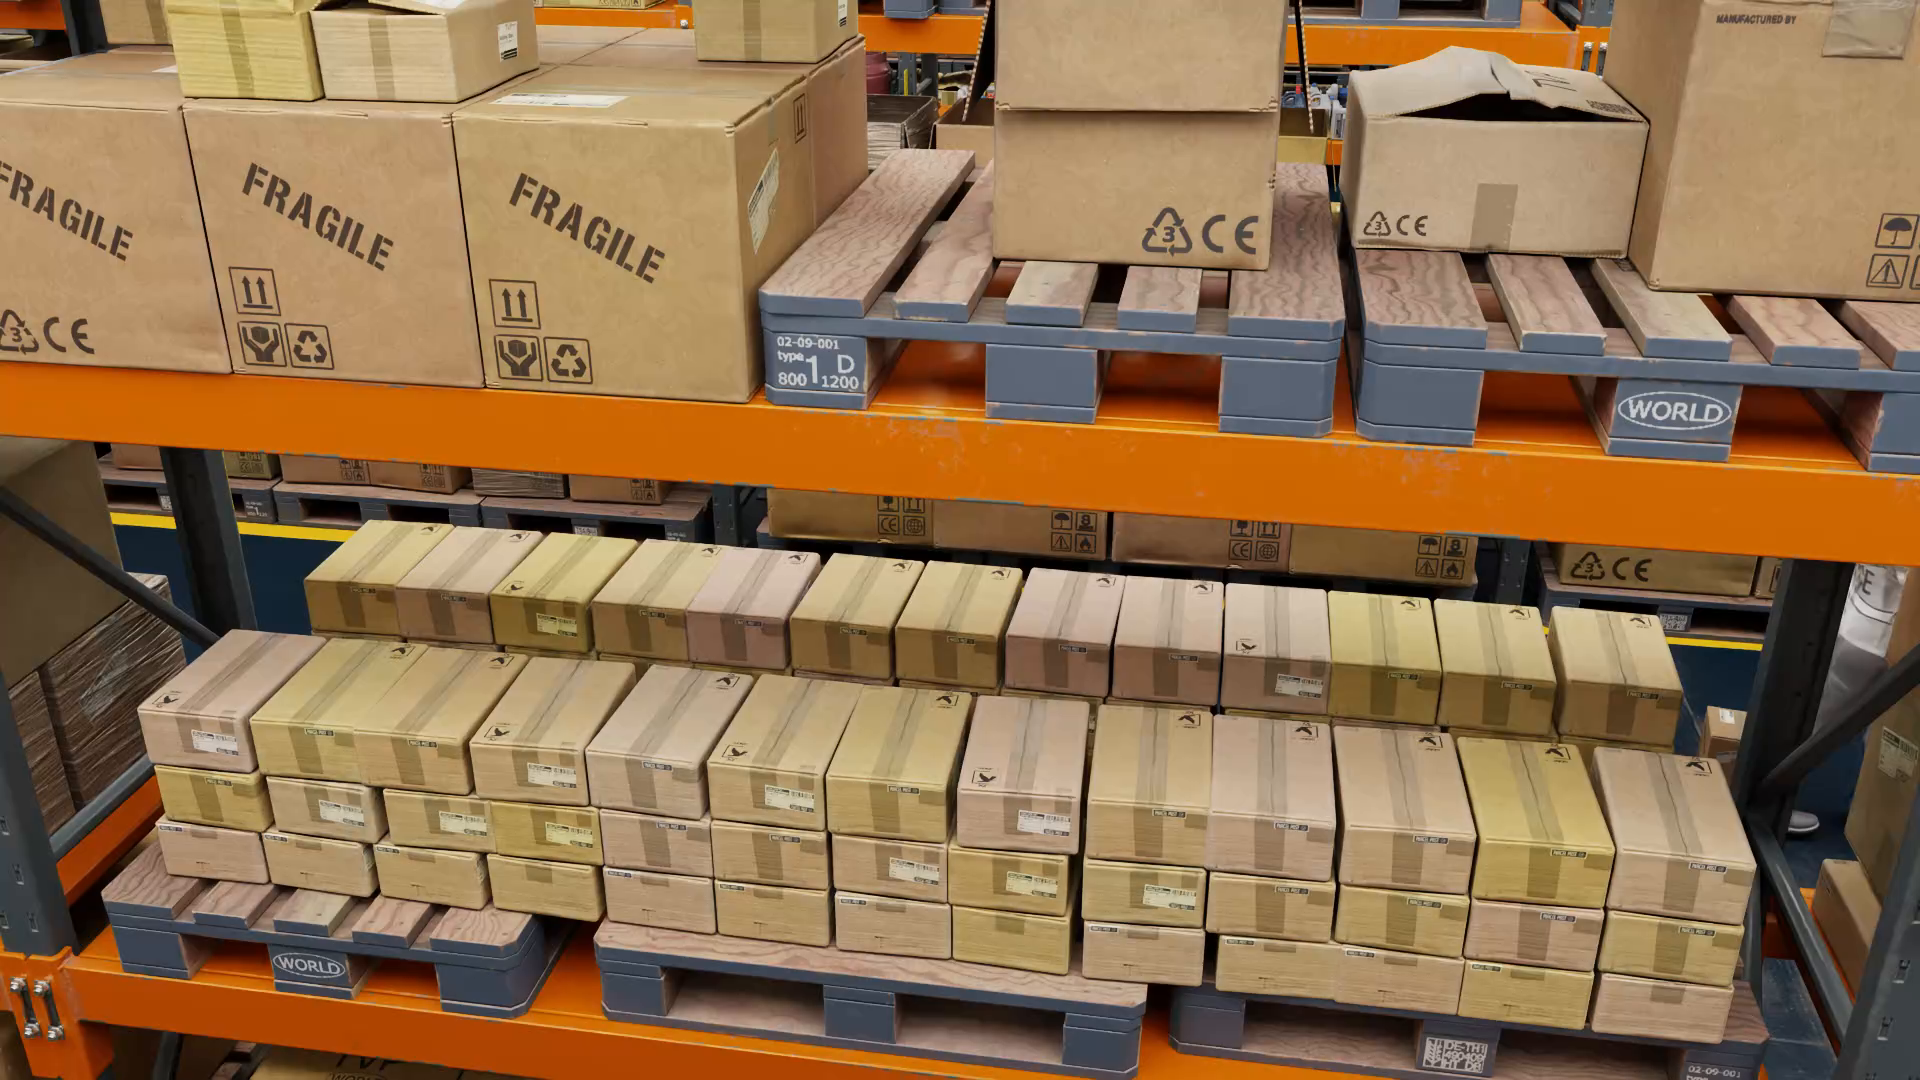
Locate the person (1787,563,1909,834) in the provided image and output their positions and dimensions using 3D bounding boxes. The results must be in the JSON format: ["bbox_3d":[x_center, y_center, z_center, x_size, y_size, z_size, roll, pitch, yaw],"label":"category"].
[{"bbox_3d":[3.470,0.410,6.237,0.745,1.735,0.447,8,26,16],"label":"person"}]
